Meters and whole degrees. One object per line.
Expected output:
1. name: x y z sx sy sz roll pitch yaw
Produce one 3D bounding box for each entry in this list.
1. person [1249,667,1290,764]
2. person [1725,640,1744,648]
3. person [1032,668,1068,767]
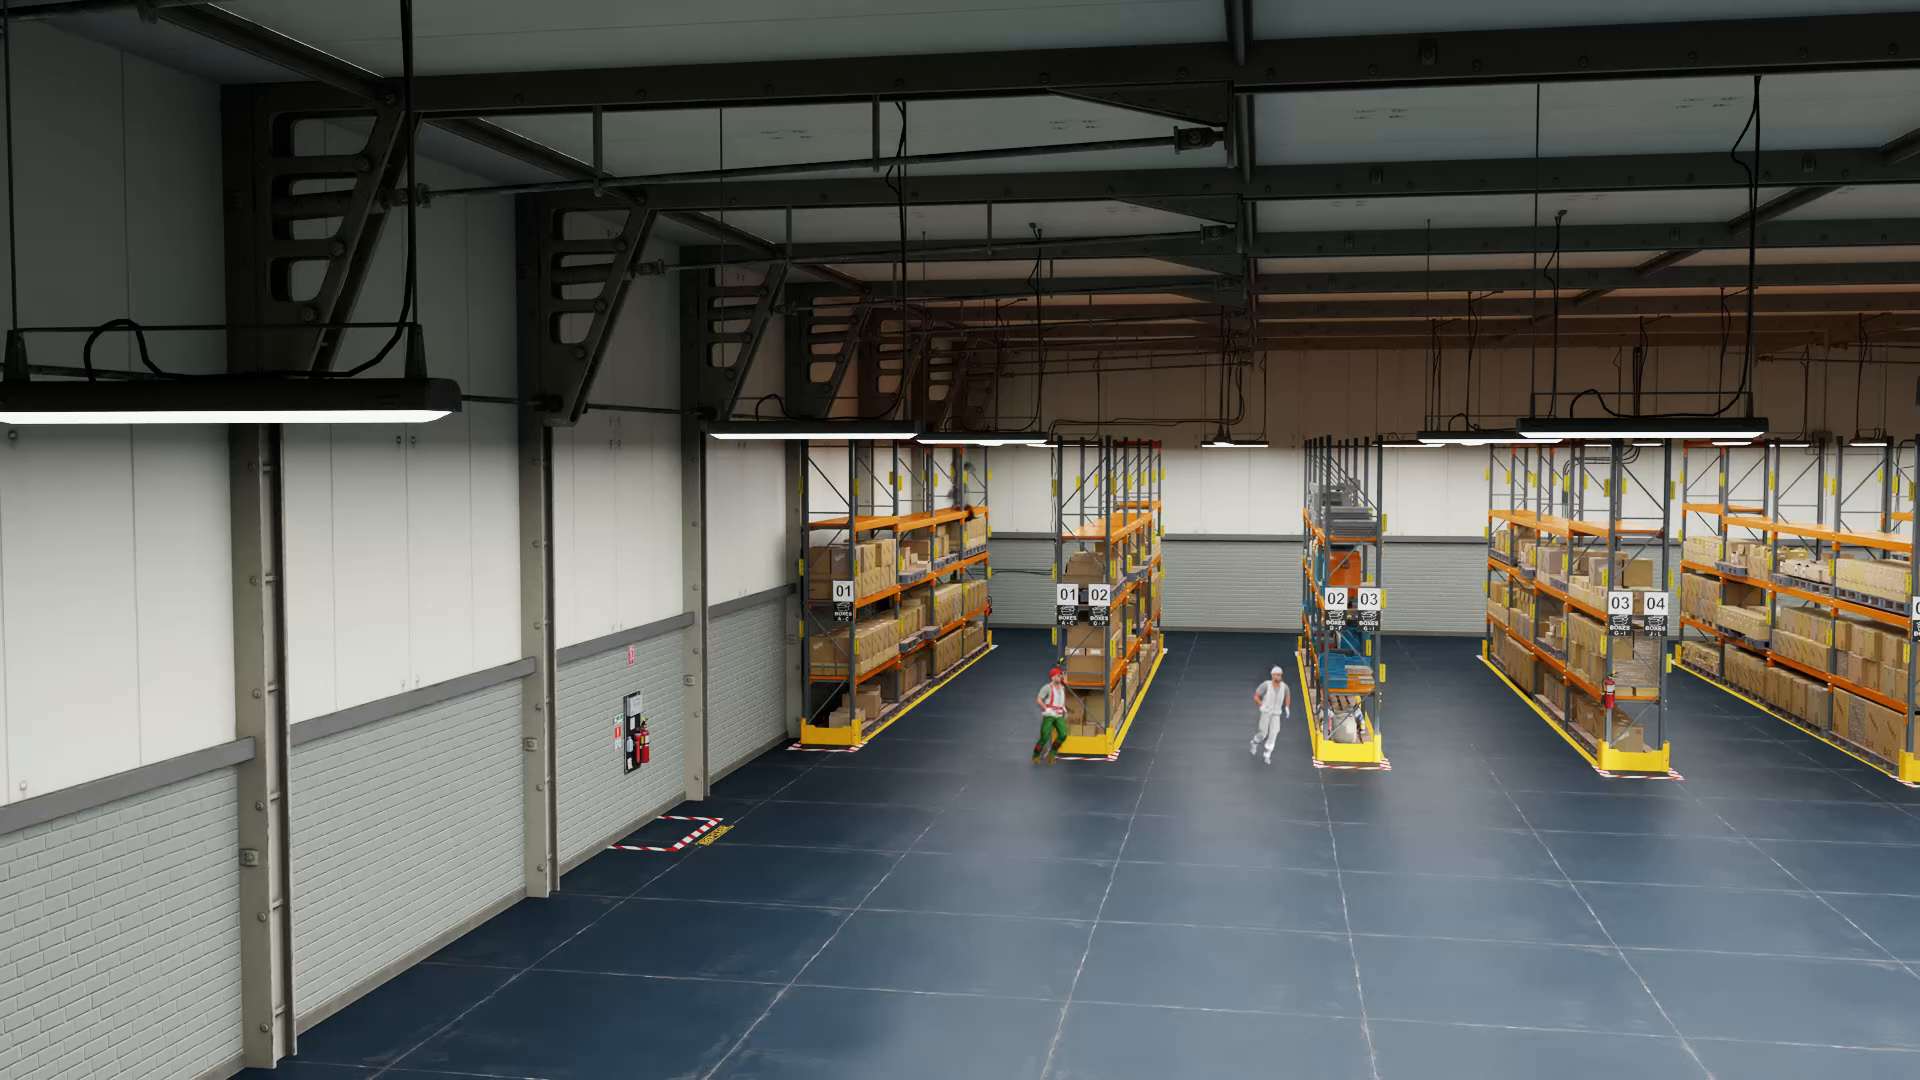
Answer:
1. person: 5.753 3.204 30.667 0.714 1.752 0.745 -1 3 -13
2. person: 21.105 2.399 45.339 0.754 1.839 0.632 0 3 1
3. person: 1.709 3.215 30.205 0.717 1.762 0.642 -2 4 -32
